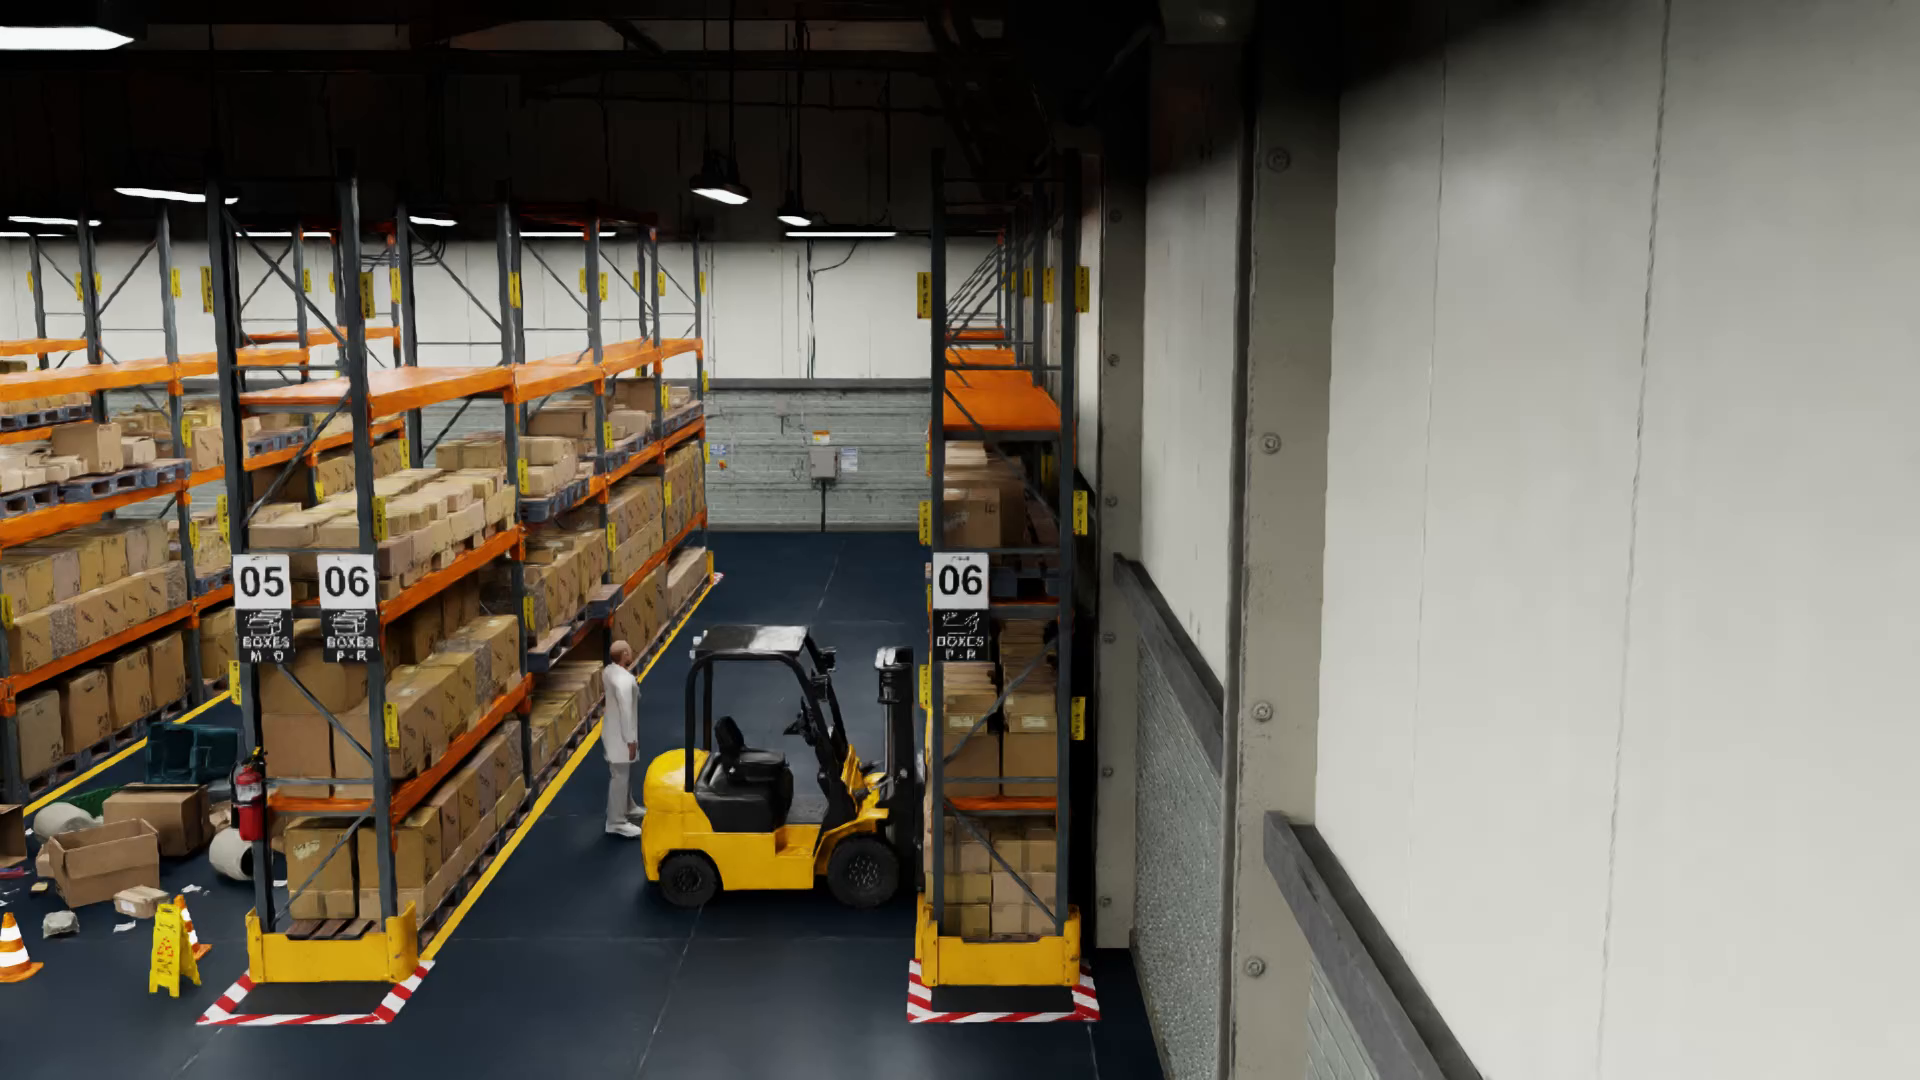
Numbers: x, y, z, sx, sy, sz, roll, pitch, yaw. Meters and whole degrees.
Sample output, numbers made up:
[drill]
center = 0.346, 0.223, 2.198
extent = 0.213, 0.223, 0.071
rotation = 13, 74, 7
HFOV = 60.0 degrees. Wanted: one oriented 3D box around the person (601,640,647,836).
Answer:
[person]
center = -3.103, 1.807, 15.496
extent = 0.522, 1.788, 0.654
rotation = -4, 10, -26
